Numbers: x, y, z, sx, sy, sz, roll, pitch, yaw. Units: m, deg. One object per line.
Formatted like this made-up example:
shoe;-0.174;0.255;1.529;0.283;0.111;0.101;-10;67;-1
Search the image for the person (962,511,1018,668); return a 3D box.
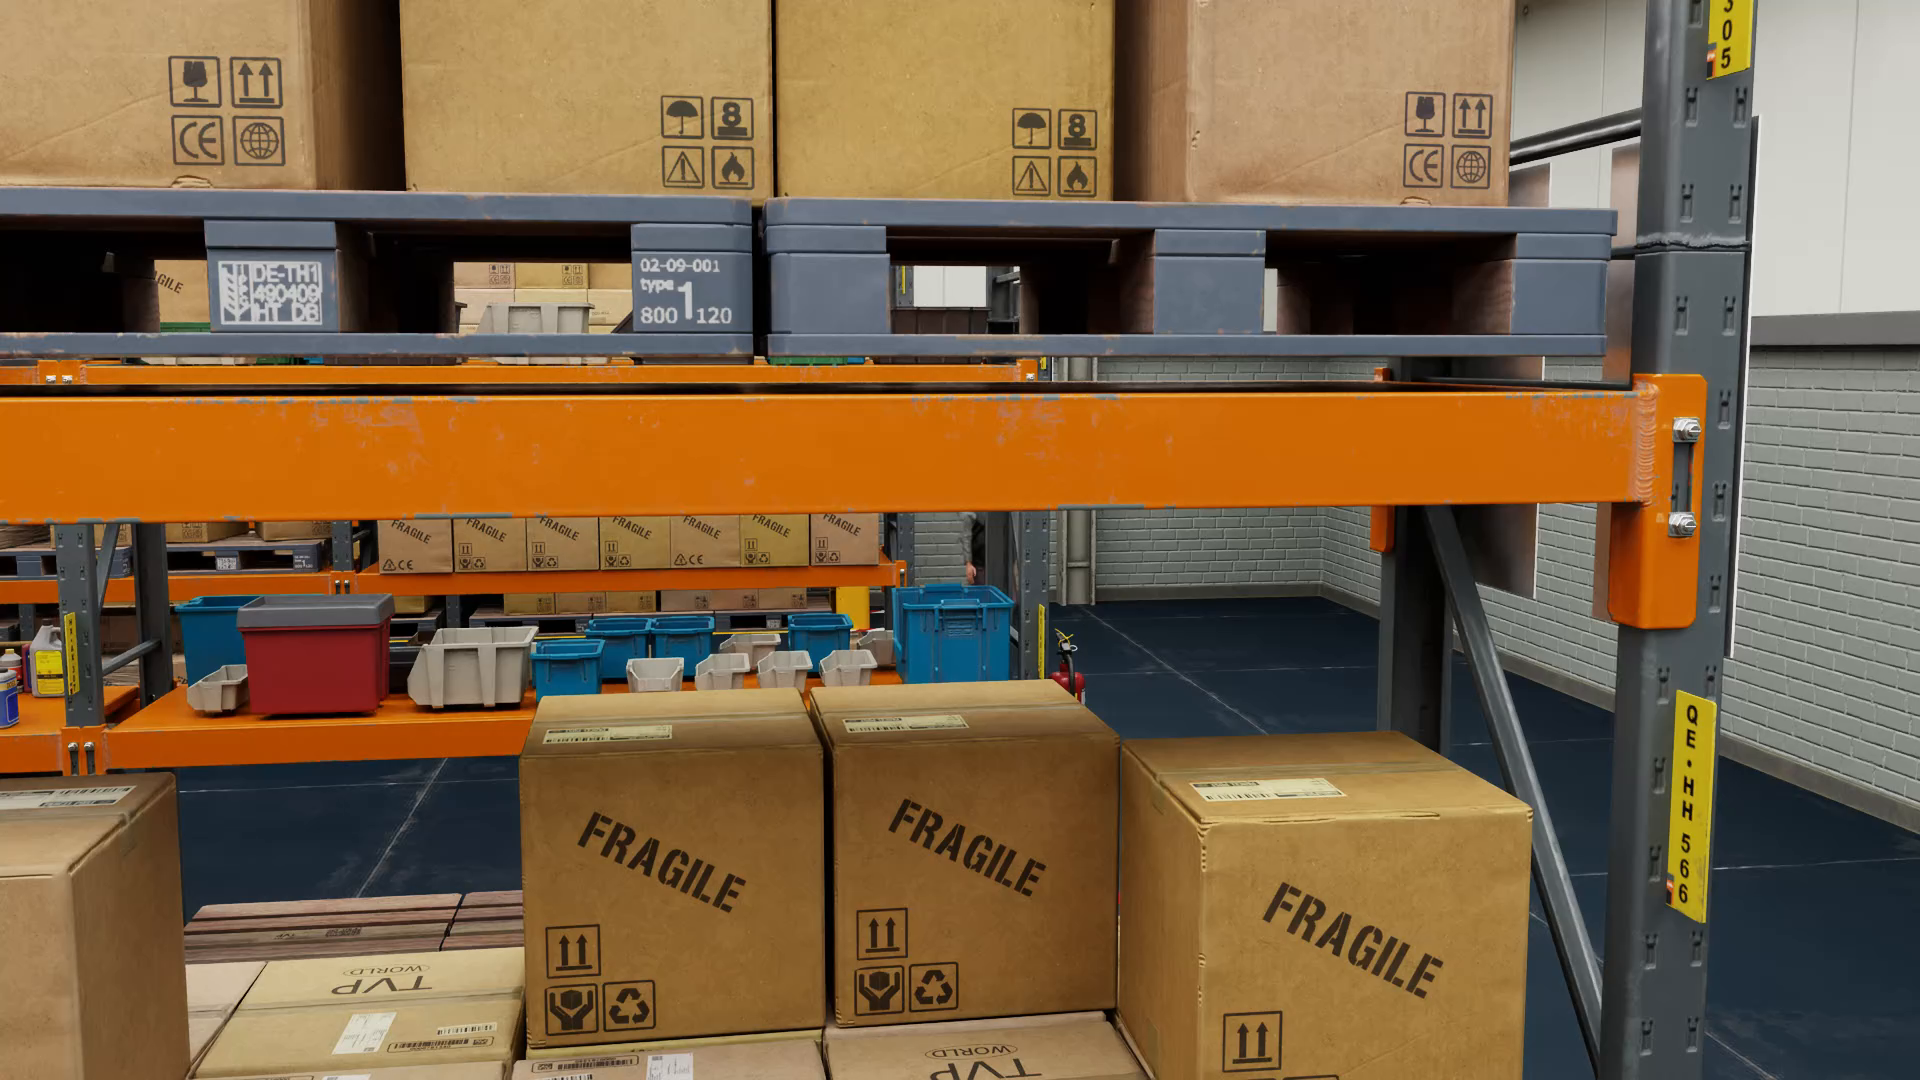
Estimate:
person;0.290;0.300;15.249;0.541;1.777;0.522;-1;6;-7
